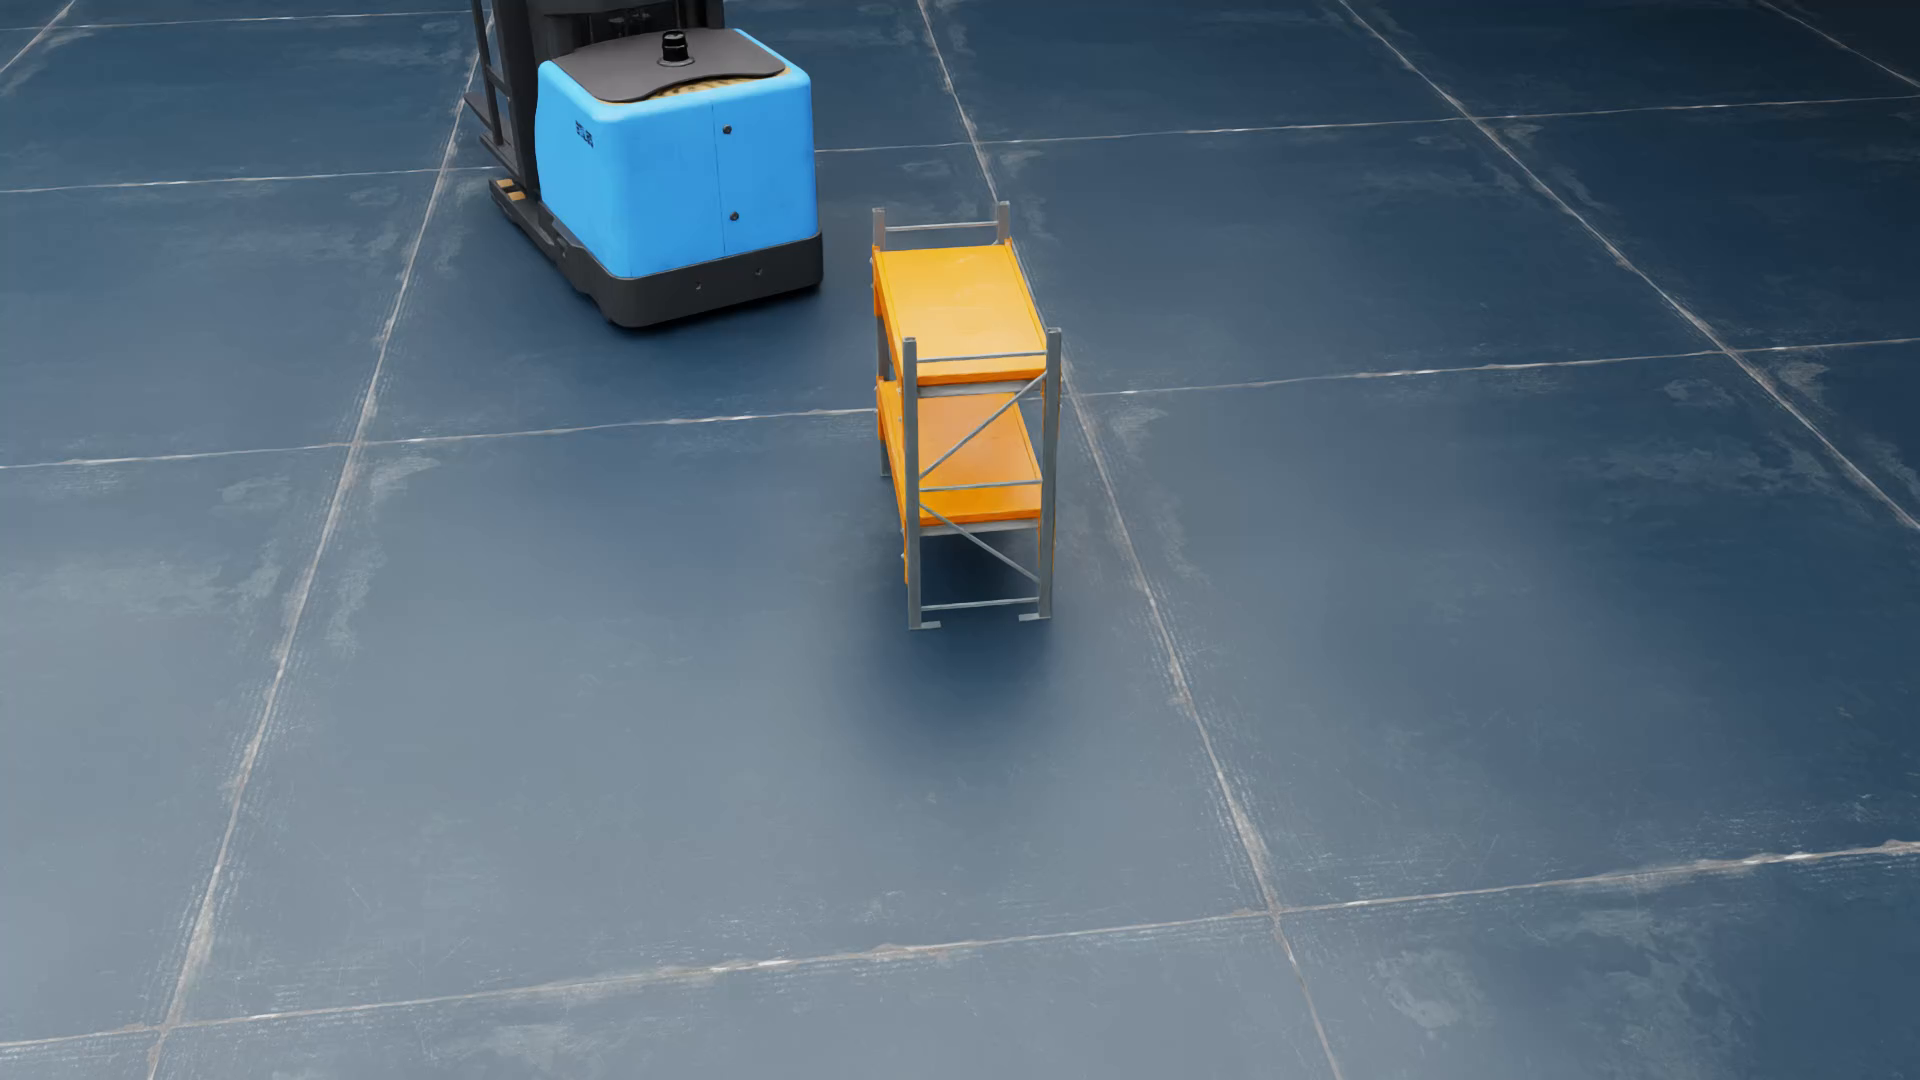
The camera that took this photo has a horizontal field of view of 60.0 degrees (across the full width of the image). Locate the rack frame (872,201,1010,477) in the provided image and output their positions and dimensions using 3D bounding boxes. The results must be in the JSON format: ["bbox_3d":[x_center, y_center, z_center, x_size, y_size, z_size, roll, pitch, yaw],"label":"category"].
[{"bbox_3d":[-0.067,-0.745,6.344,0.500,1.125,0.032,-4,35,-6],"label":"rack frame"}]

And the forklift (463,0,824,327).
[{"bbox_3d":[-1.829,-2.977,8.016,1.130,2.935,3.031,-18,38,-25],"label":"forklift"}]

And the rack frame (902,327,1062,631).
[{"bbox_3d":[0.069,-0.177,5.511,0.500,1.125,0.032,-4,35,-6],"label":"rack frame"}]

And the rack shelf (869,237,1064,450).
[{"bbox_3d":[0.001,-0.703,5.763,0.538,0.278,1.000,-4,35,-6],"label":"rack shelf"}]

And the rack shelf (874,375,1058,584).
[{"bbox_3d":[0.001,-0.259,6.065,0.538,0.278,1.000,-4,35,-6],"label":"rack shelf"}]

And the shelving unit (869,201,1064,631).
[{"bbox_3d":[0.001,-0.461,5.928,0.538,1.125,1.048,-4,35,-6],"label":"shelving unit"}]
